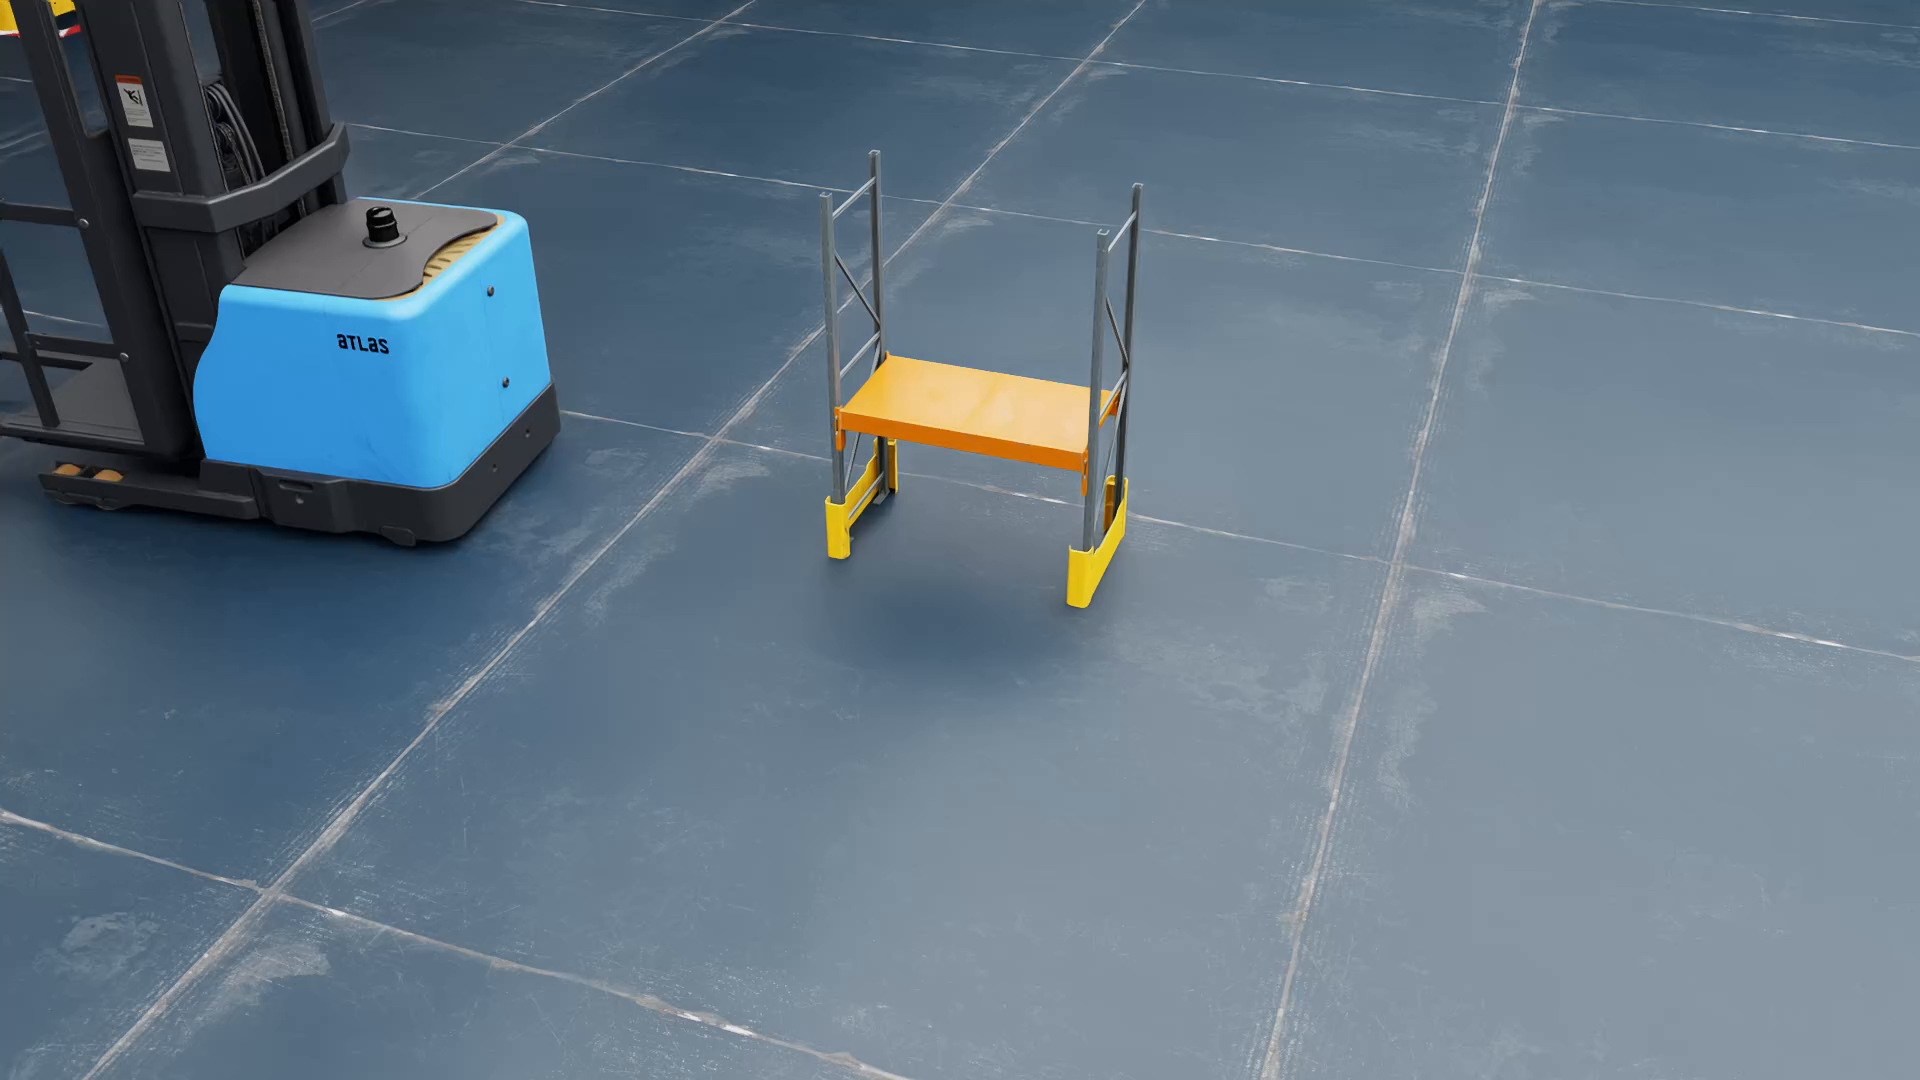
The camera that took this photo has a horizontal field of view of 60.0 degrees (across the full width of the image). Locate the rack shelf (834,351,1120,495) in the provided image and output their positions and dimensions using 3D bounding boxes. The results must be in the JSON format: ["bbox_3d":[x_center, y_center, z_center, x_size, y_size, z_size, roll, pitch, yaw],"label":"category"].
[{"bbox_3d":[0.080,-0.463,6.417,1.000,0.185,0.538,11,34,16],"label":"rack shelf"}]

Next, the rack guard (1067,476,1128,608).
[{"bbox_3d":[0.541,0.000,6.519,0.087,0.250,0.587,11,34,16],"label":"rack guard"}]

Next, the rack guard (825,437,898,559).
[{"bbox_3d":[-0.397,-0.182,6.802,0.087,0.250,0.587,11,34,16],"label":"rack guard"}]

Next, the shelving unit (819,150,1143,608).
[{"bbox_3d":[0.072,-0.616,6.322,1.083,1.500,0.587,11,34,16],"label":"shelving unit"}]

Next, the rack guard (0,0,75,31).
[{"bbox_3d":[-7.280,-4.459,13.195,0.348,0.500,1.175,11,34,16],"label":"rack guard"}]

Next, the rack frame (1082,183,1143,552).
[{"bbox_3d":[0.559,-0.521,6.175,0.032,1.500,0.500,11,34,16],"label":"rack frame"}]

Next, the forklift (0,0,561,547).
[{"bbox_3d":[-3.345,-1.624,6.563,3.031,2.935,1.130,8,34,12],"label":"forklift"}]

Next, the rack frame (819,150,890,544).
[{"bbox_3d":[-0.398,-0.707,6.463,0.032,1.500,0.500,11,34,16],"label":"rack frame"}]
